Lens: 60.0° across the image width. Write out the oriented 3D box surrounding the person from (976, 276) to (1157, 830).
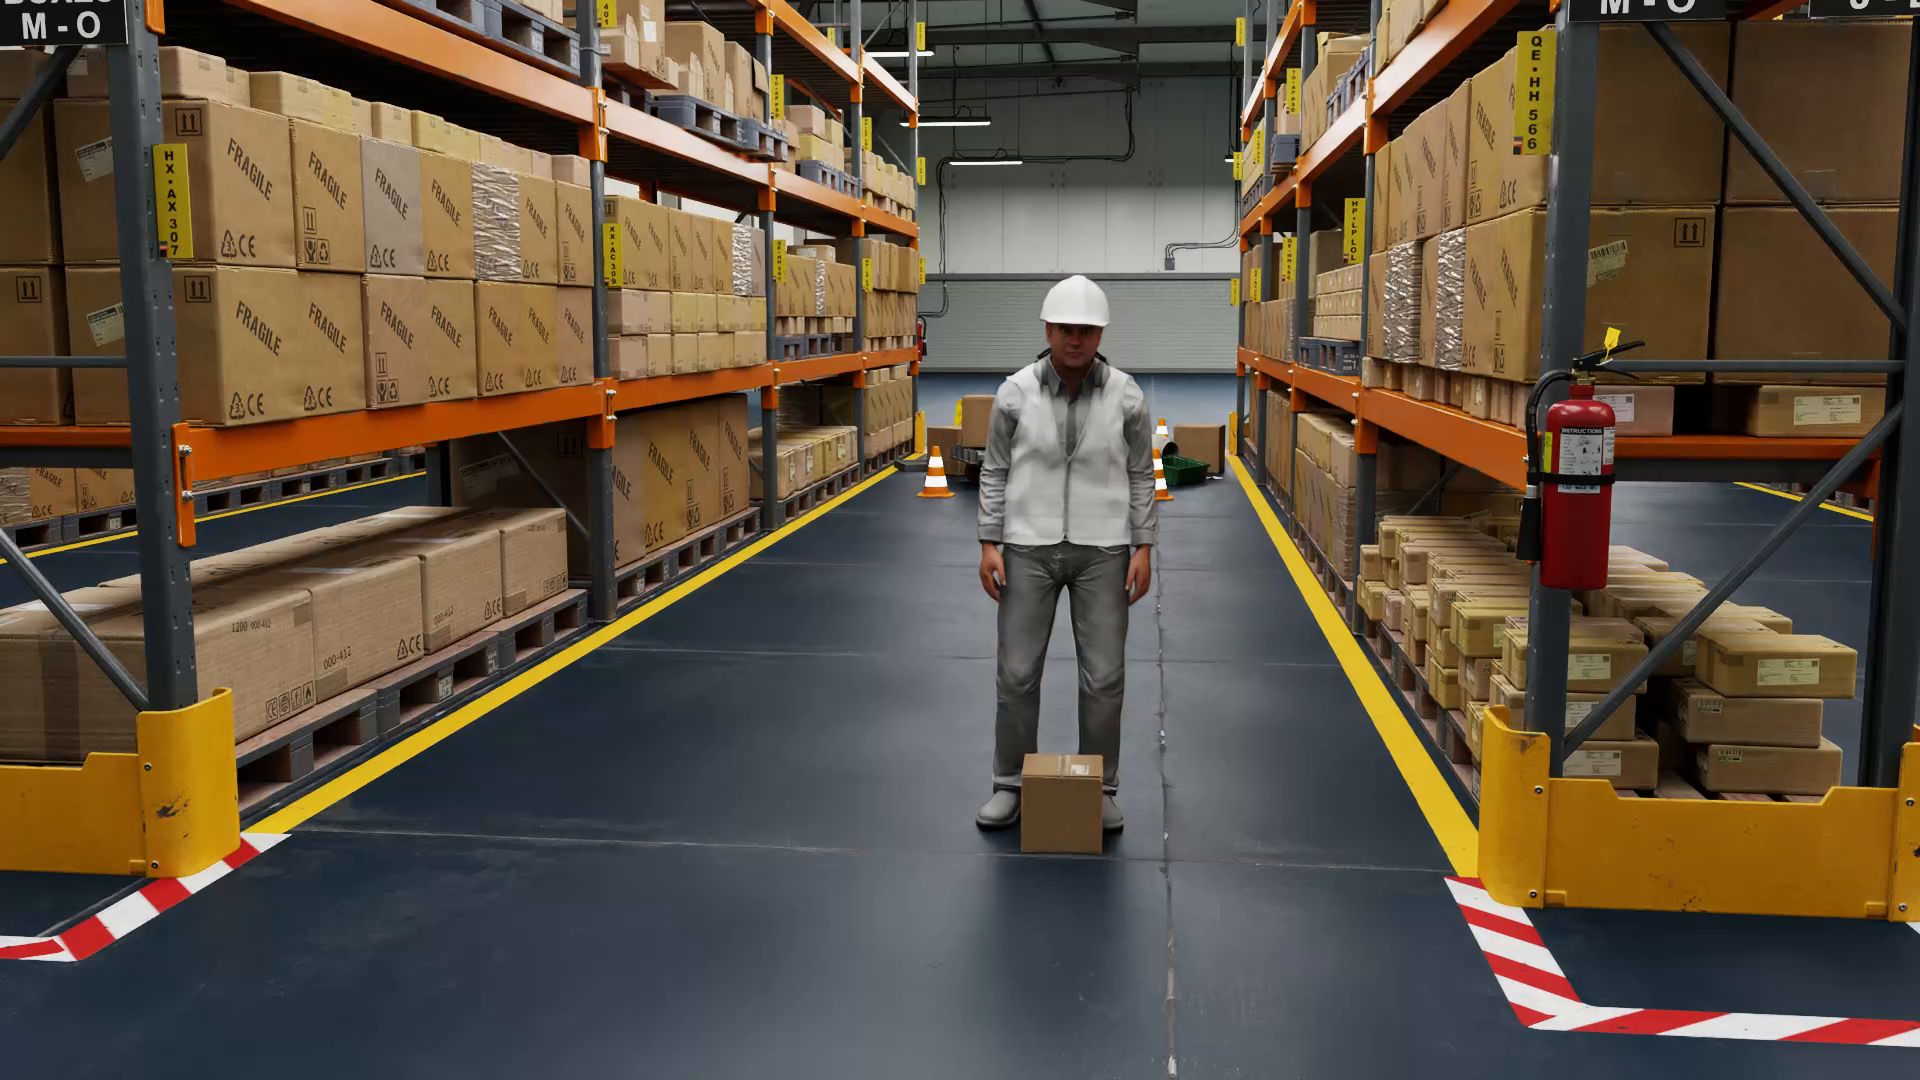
[{"bbox_3d":[0.345,0.040,5.390,0.577,1.769,0.466,0,8,4],"label":"person"}]
